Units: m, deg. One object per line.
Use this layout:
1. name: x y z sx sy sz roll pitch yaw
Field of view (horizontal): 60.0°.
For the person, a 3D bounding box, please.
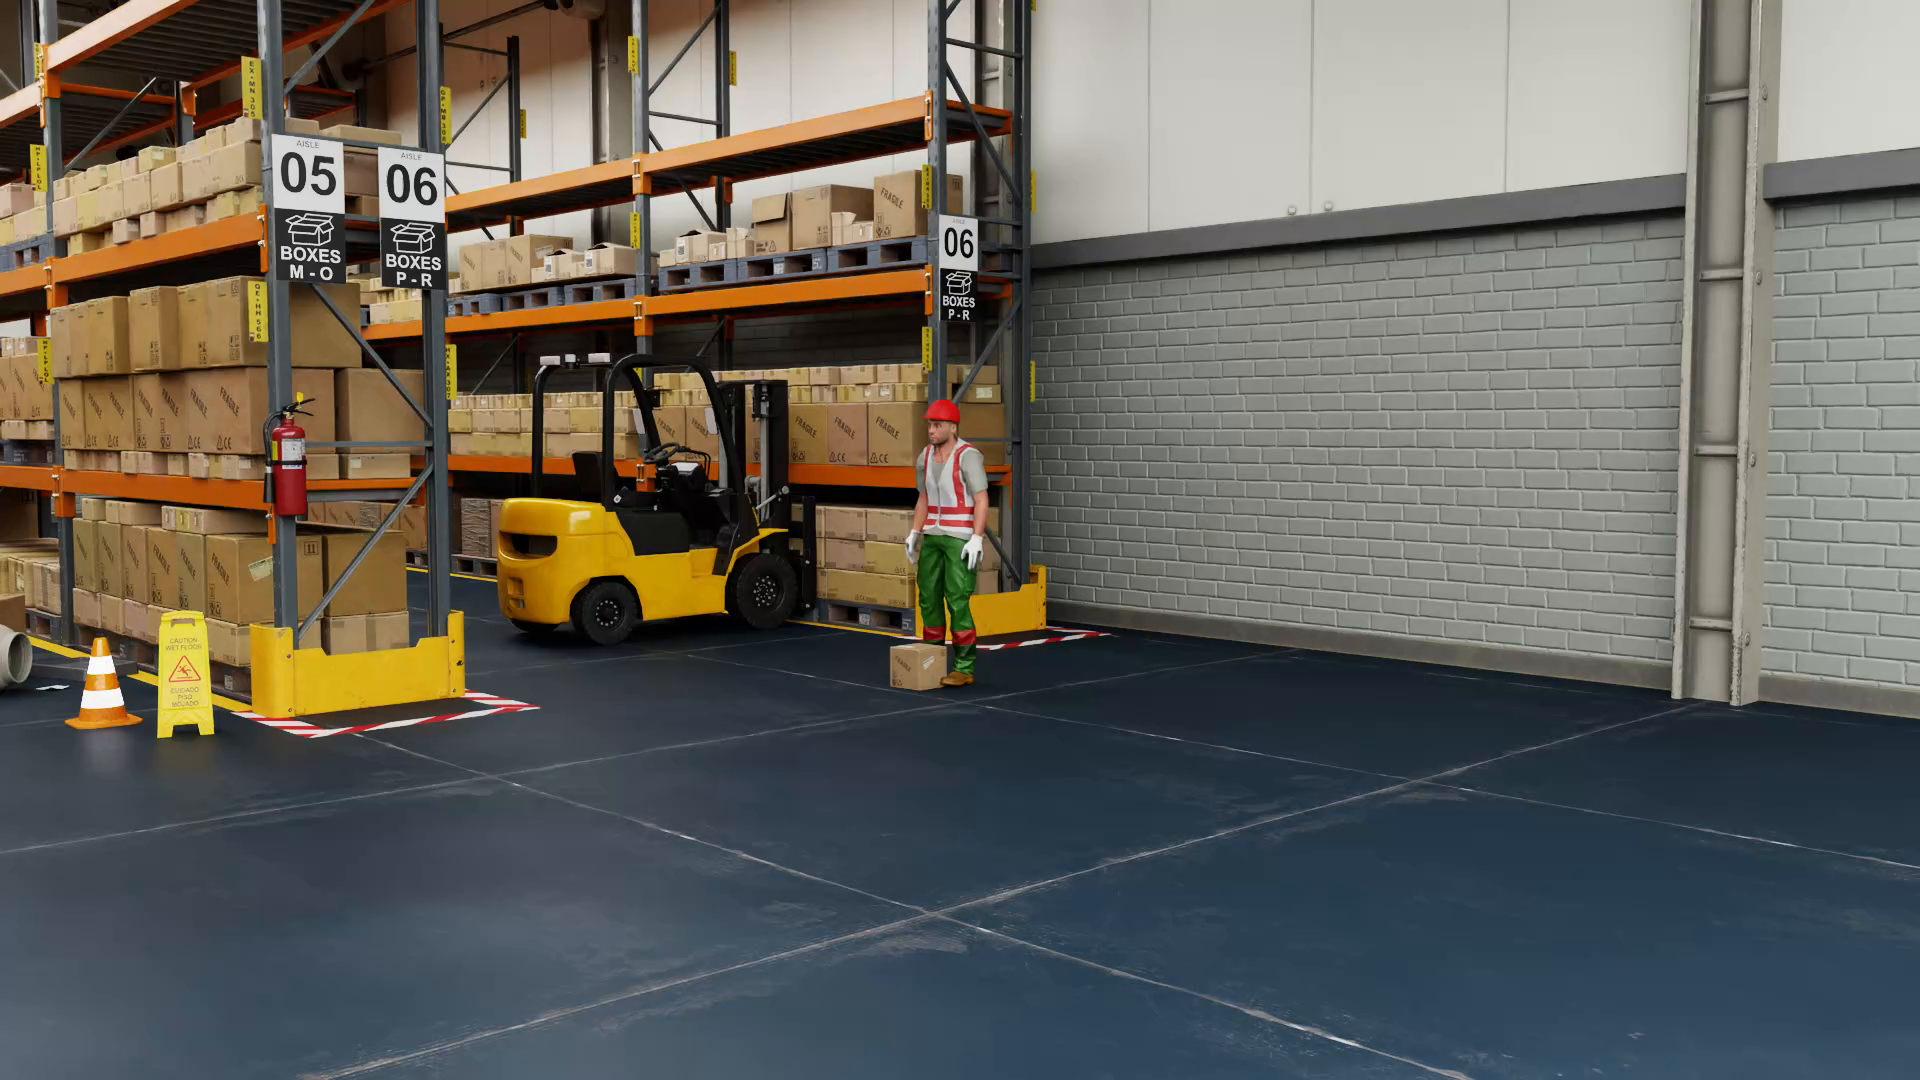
1. person: -0.087 0.013 10.404 0.613 1.780 0.446 4 5 44
